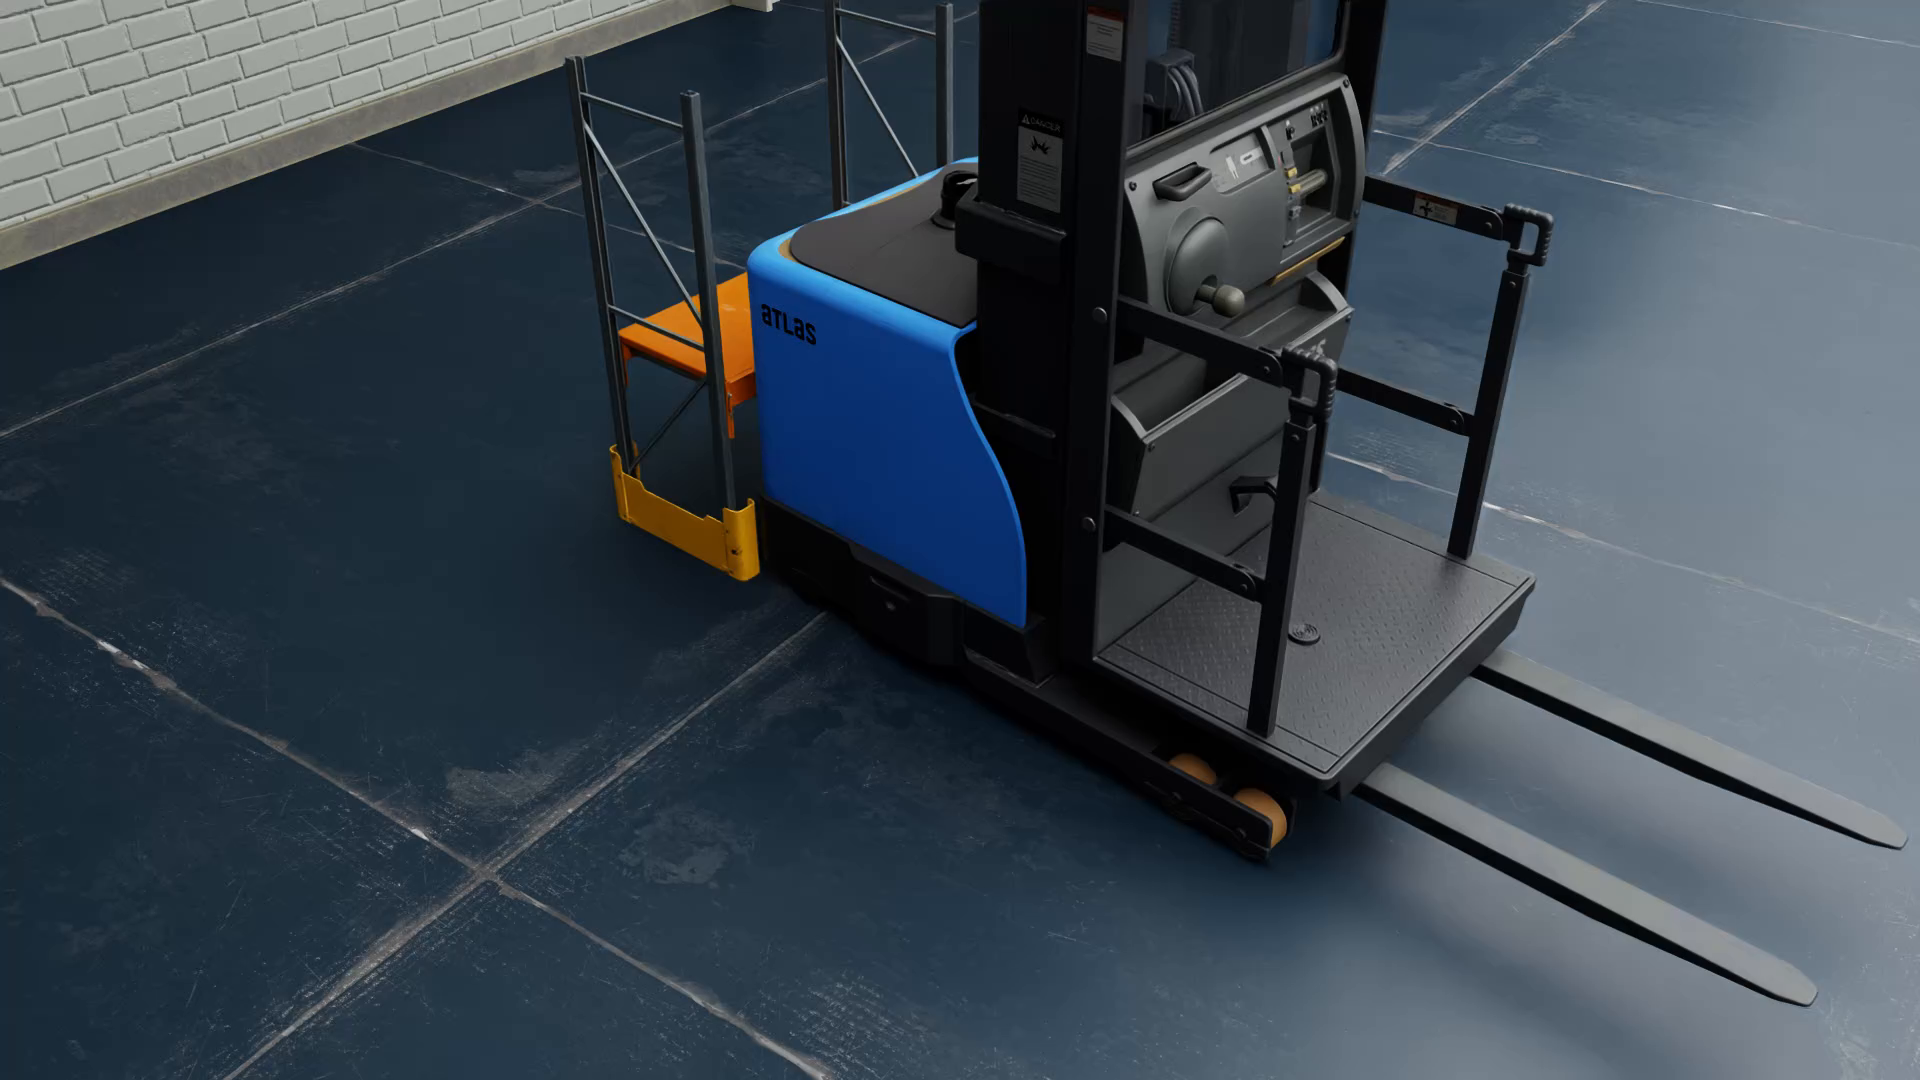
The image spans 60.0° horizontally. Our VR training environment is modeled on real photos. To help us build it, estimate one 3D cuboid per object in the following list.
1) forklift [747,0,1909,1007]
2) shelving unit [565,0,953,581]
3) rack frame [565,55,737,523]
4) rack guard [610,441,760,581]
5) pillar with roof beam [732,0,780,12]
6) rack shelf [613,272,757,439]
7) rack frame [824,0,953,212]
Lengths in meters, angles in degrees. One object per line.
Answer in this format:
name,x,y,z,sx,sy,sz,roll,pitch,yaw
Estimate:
forklift,0.840,-0.769,3.771,3.031,2.935,1.130,26,42,33
shelving unit,-0.541,-0.829,5.137,0.587,1.500,1.083,25,41,32
rack frame,-0.870,-0.605,4.806,0.500,1.500,0.032,25,41,32
rack guard,-0.858,-0.096,5.169,0.587,0.250,0.087,25,41,32
pillar with roof beam,2.373,-5.635,5.550,9.100,9.000,0.400,21,39,28
rack shelf,-0.547,-0.676,5.232,0.538,0.185,1.000,25,41,32
rack frame,-0.223,-1.045,5.456,0.500,1.500,0.032,25,41,32
